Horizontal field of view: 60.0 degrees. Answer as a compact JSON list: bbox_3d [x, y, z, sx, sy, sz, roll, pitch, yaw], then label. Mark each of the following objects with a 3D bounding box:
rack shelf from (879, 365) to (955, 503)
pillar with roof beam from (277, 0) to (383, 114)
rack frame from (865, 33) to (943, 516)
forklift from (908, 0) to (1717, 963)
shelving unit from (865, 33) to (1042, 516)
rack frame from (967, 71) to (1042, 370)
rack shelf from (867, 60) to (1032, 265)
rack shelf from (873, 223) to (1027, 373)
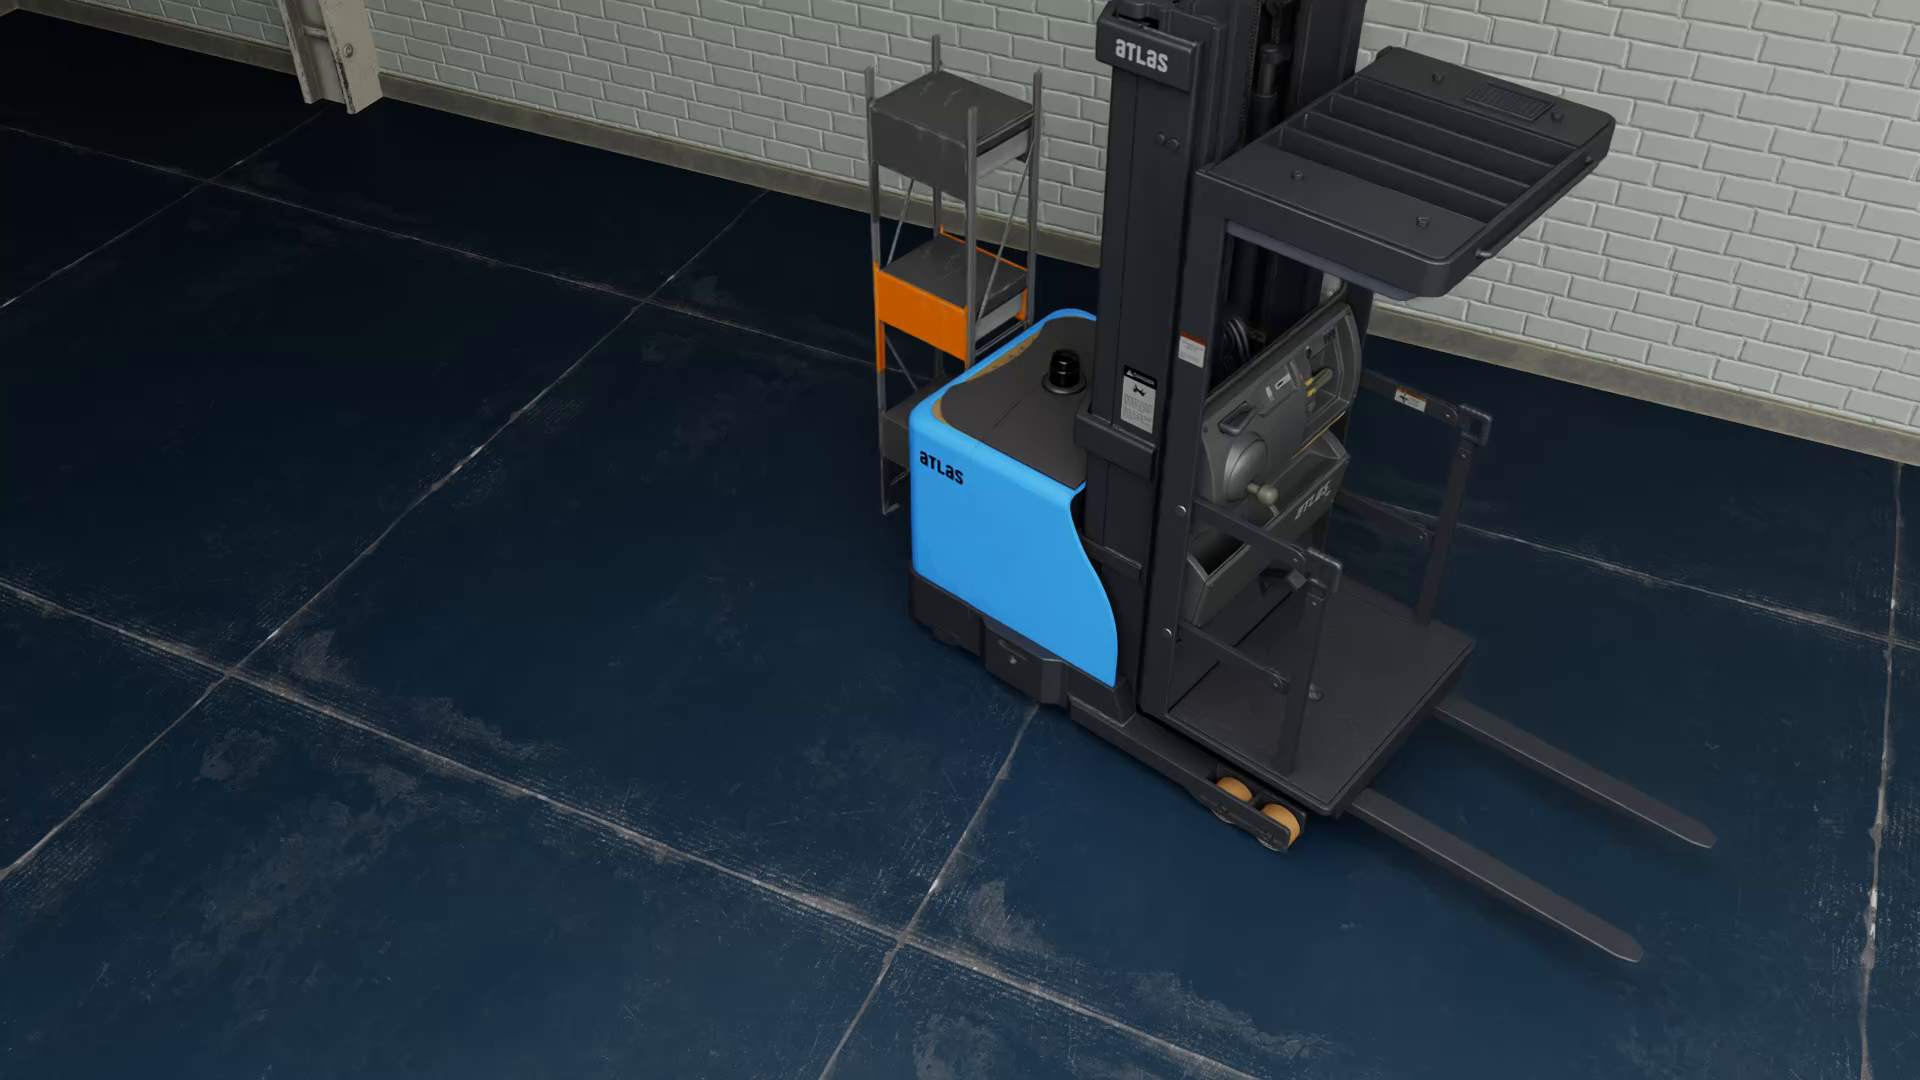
[{"bbox_3d":[-0.024,-0.361,7.153,0.480,0.518,0.431,29,49,29],"label":"rack shelf"},{"bbox_3d":[-5.685,-3.626,4.562,0.400,9.000,9.100,17,44,19],"label":"pillar with roof beam"},{"bbox_3d":[-0.210,-1.004,6.806,0.015,2.100,0.400,29,49,29],"label":"rack frame"},{"bbox_3d":[1.241,-0.390,5.462,3.031,2.935,1.130,29,49,29],"label":"forklift"},{"bbox_3d":[-0.024,-0.901,6.686,0.503,2.100,0.431,29,49,29],"label":"shelving unit"},{"bbox_3d":[0.161,-0.797,6.566,0.015,2.100,0.400,29,49,29],"label":"rack frame"},{"bbox_3d":[-0.024,-1.419,6.236,0.480,0.518,0.431,29,49,29],"label":"rack shelf"},{"bbox_3d":[-0.024,-0.890,6.695,0.480,0.518,0.431,29,49,29],"label":"rack shelf"}]
